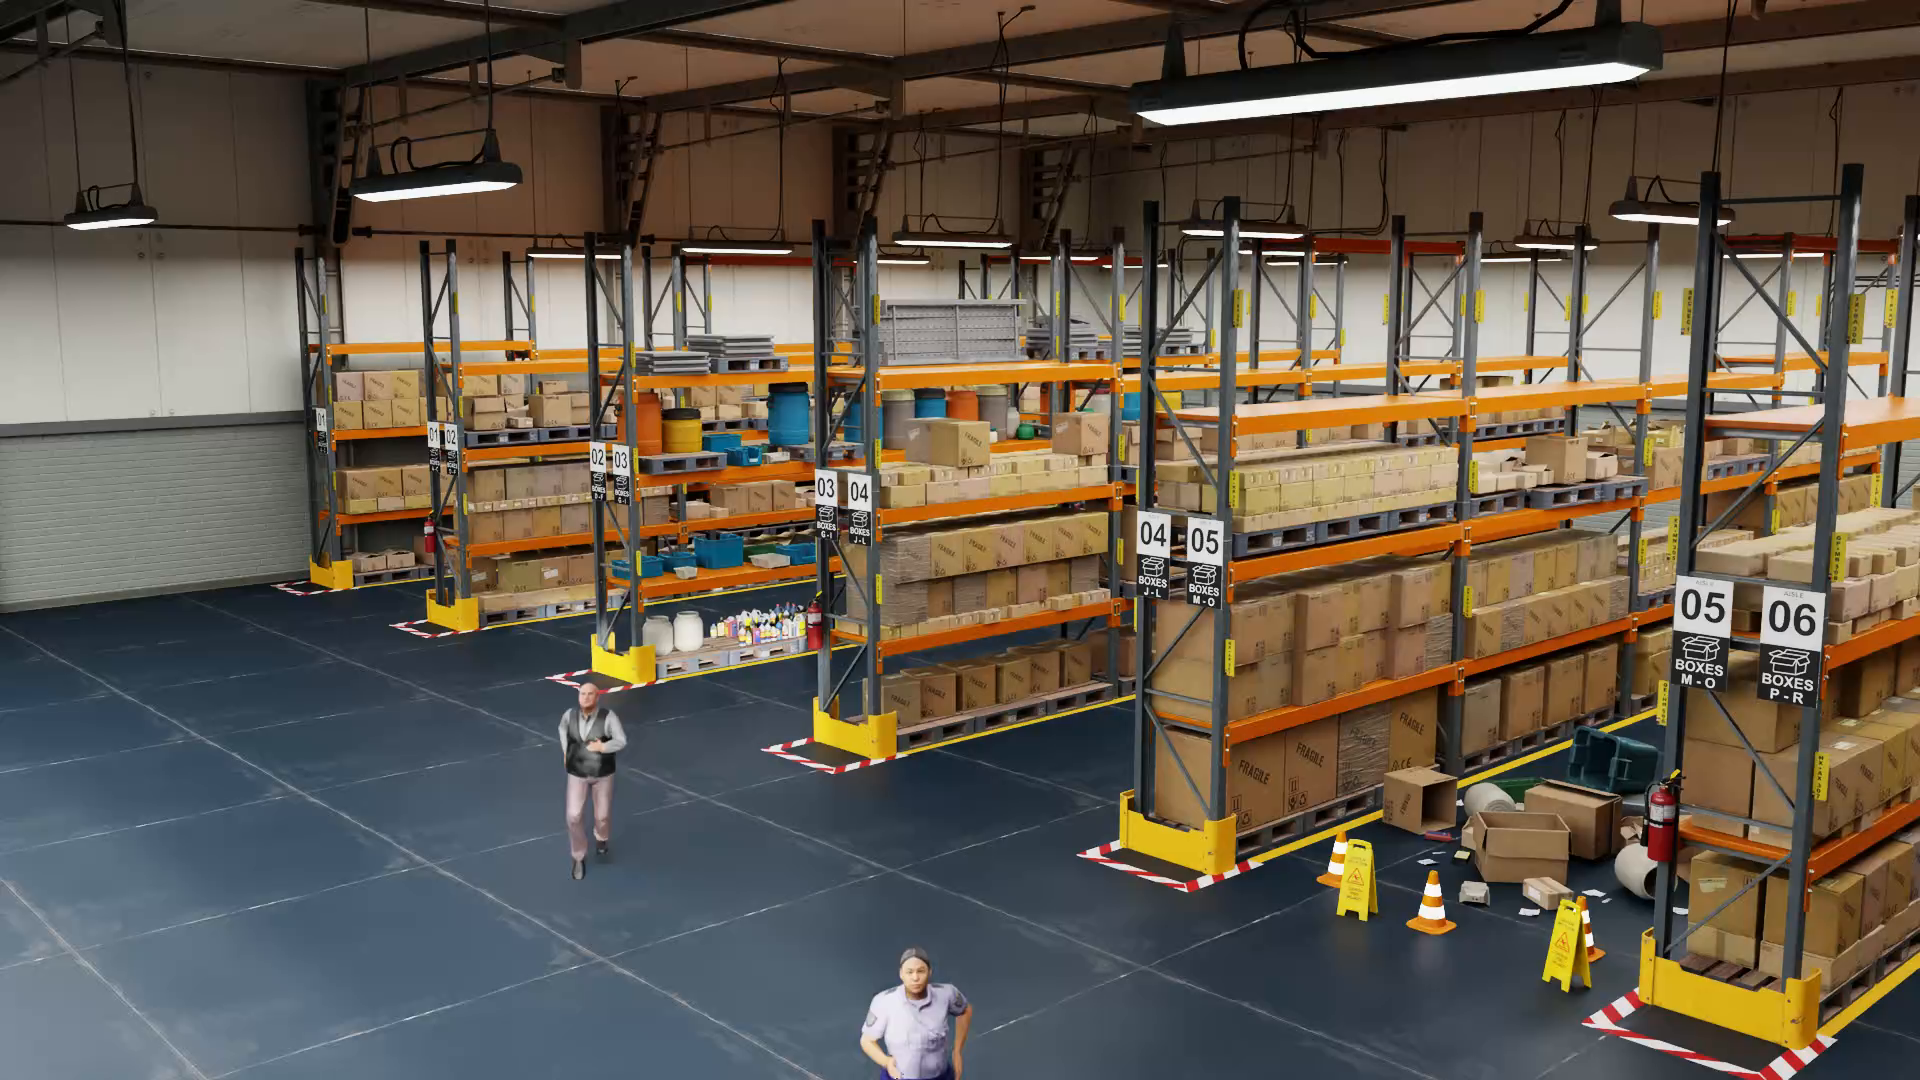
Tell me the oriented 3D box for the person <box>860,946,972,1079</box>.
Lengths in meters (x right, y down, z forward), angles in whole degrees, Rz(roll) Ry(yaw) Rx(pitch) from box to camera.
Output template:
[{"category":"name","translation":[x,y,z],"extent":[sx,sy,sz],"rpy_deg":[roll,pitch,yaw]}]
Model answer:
[{"category":"person","translation":[-0.244,3.048,9.139],"extent":[0.595,1.703,0.733],"rpy_deg":[1,8,4]}]

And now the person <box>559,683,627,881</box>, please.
[{"category":"person","translation":[-3.315,2.144,15.048],"extent":[0.635,1.770,0.795],"rpy_deg":[-1,8,-6]}]
